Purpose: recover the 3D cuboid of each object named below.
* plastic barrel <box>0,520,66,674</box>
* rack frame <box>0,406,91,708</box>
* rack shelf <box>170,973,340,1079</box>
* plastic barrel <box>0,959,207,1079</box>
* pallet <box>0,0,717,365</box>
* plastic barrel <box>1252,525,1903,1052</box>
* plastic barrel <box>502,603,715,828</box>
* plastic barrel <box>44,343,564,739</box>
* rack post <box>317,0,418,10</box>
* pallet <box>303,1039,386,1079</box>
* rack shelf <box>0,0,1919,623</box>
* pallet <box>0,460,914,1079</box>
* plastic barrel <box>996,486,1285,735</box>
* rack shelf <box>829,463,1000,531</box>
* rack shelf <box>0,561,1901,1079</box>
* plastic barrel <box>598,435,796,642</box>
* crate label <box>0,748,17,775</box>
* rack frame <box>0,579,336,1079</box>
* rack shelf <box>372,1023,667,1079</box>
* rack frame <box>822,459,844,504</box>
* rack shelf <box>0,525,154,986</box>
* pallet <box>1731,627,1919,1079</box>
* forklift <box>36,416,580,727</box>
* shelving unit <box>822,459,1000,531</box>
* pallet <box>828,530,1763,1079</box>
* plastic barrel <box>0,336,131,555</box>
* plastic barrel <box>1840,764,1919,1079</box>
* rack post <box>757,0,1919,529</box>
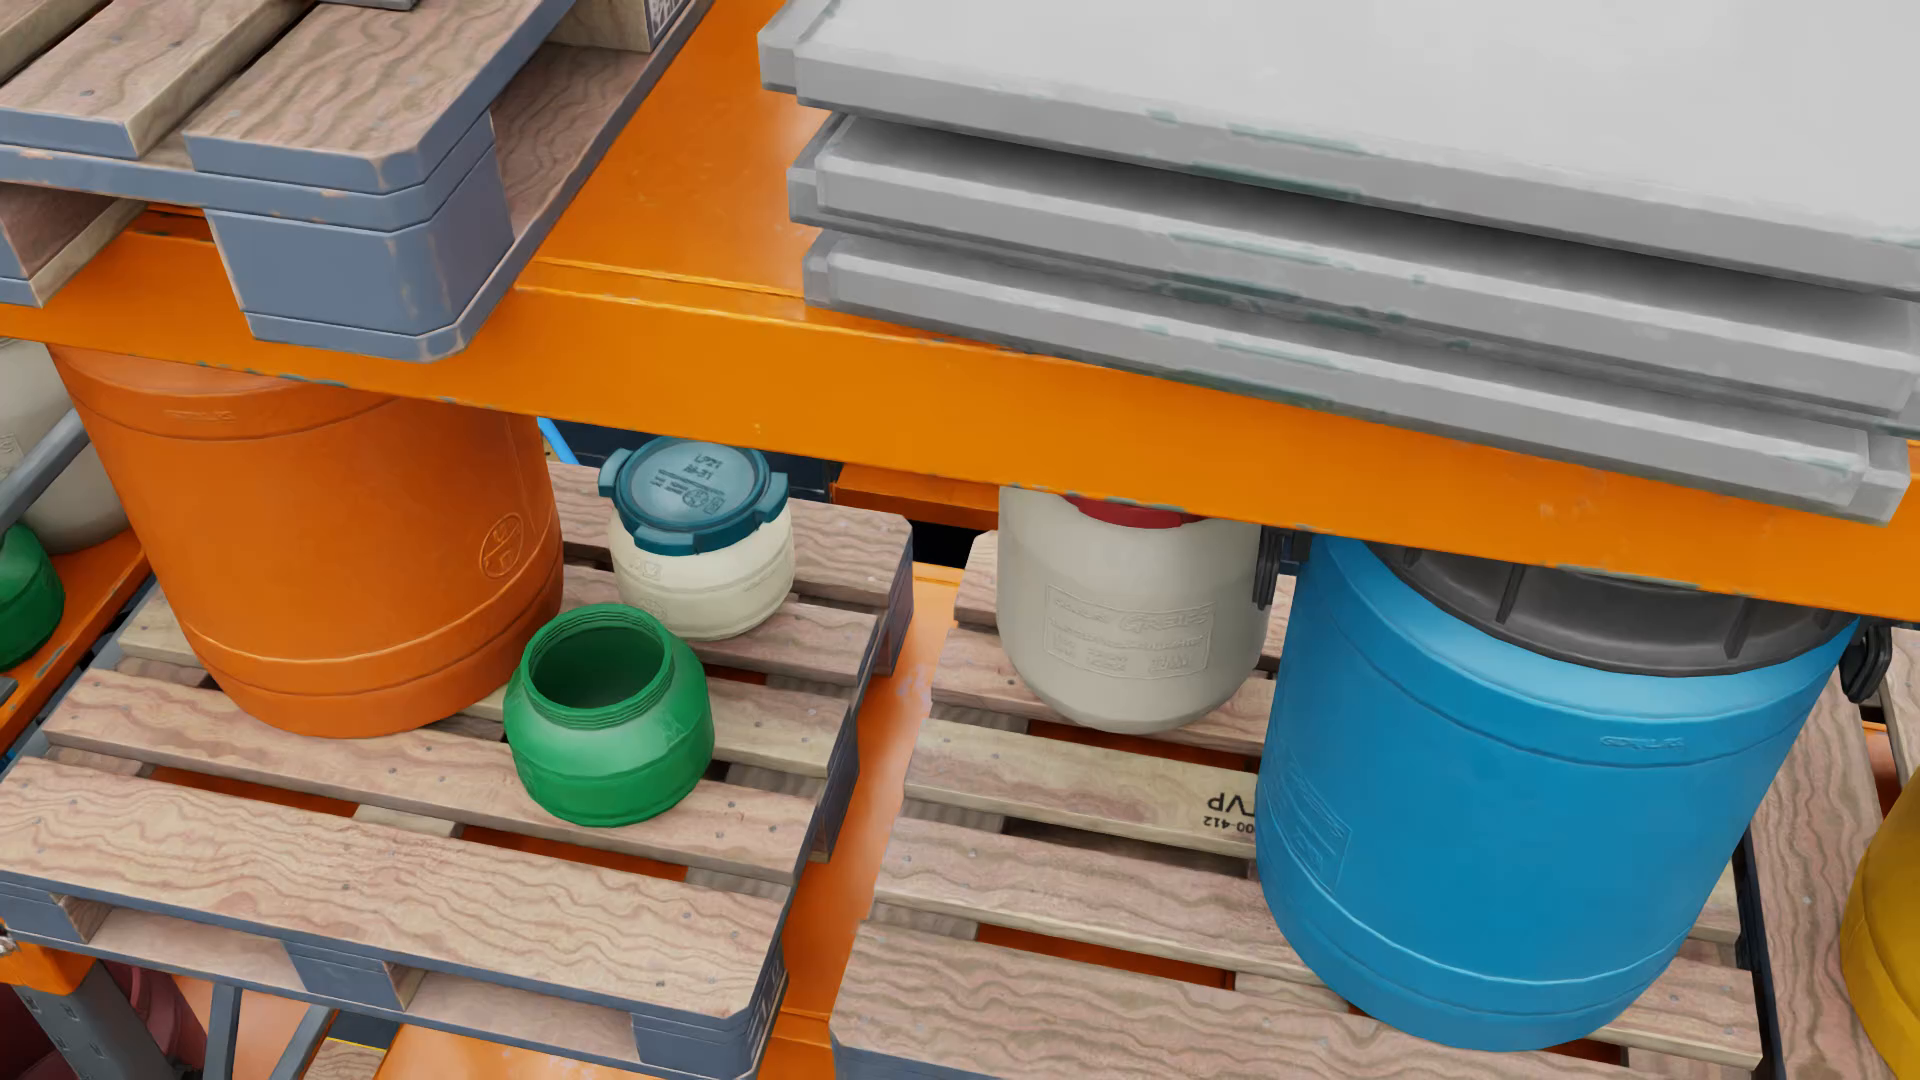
[{"bbox_3d":[-1.749,0.086,2.907,0.294,0.245,0.294,0,44,0],"label":"plastic barrel"},{"bbox_3d":[-1.496,-1.048,1.810,0.127,3.000,1.000,9,45,9],"label":"rack frame"},{"bbox_3d":[-3.448,1.070,4.455,4.000,0.370,1.077,9,45,9],"label":"rack shelf"},{"bbox_3d":[-2.015,1.199,3.703,0.708,0.536,0.600,9,45,9],"label":"plastic barrel"},{"bbox_3d":[-0.799,-0.706,1.879,1.003,0.211,1.213,9,45,9],"label":"pallet"},{"bbox_3d":[0.708,0.151,2.062,0.708,0.901,0.600,9,45,9],"label":"plastic barrel"},{"bbox_3d":[-0.513,0.253,2.430,0.294,0.245,0.294,0,44,0],"label":"plastic barrel"},{"bbox_3d":[-0.943,-0.186,2.464,0.708,0.830,0.600,9,45,9],"label":"plastic barrel"},{"bbox_3d":[-0.780,-0.939,1.751,0.937,0.300,0.954,9,45,9],"label":"rack post"},{"bbox_3d":[-2.244,1.974,5.007,1.213,0.211,1.003,9,45,9],"label":"pallet"},{"bbox_3d":[0.455,-0.342,1.884,4.000,0.370,1.077,9,45,9],"label":"rack shelf"},{"bbox_3d":[-0.771,0.283,2.727,1.213,0.211,1.003,9,45,9],"label":"pallet"},{"bbox_3d":[0.267,-0.001,2.485,0.433,0.535,0.433,0,44,0],"label":"plastic barrel"},{"bbox_3d":[0.007,-0.228,6.988,1.000,0.278,0.538,9,45,9],"label":"rack shelf"},{"bbox_3d":[0.455,0.595,2.785,4.000,0.370,1.077,9,45,9],"label":"rack shelf"},{"bbox_3d":[-0.418,-0.006,2.687,0.301,0.262,0.301,0,44,0],"label":"plastic barrel"},{"bbox_3d":[-2.407,0.767,4.225,0.616,0.435,0.502,9,45,9],"label":"crate label"},{"bbox_3d":[-1.496,1.113,3.890,0.127,3.000,1.000,9,45,9],"label":"rack frame"},{"bbox_3d":[0.455,1.675,3.825,4.000,0.370,1.077,9,45,9],"label":"rack shelf"},{"bbox_3d":[-0.489,-0.481,6.899,0.032,1.125,0.500,9,45,9],"label":"rack frame"},{"bbox_3d":[-3.448,-0.011,3.414,4.000,0.370,1.077,9,45,9],"label":"rack shelf"},{"bbox_3d":[1.621,0.654,2.341,1.003,0.211,1.213,9,45,9],"label":"pallet"},{"bbox_3d":[-2.601,0.018,5.077,3.031,2.935,1.130,-22,48,-22],"label":"forklift"},{"bbox_3d":[0.007,-0.404,6.819,1.048,1.125,0.538,9,45,9],"label":"shelving unit"},{"bbox_3d":[0.513,0.484,2.517,1.213,0.211,1.003,9,45,9],"label":"pallet"},{"bbox_3d":[-1.733,-0.262,3.076,0.421,0.512,0.421,0,44,0],"label":"plastic barrel"},{"bbox_3d":[1.472,0.418,2.011,0.600,0.588,0.600,0,44,0],"label":"plastic barrel"},{"bbox_3d":[0.404,-0.483,1.583,0.954,0.300,0.937,13,45,13],"label":"rack post"}]
